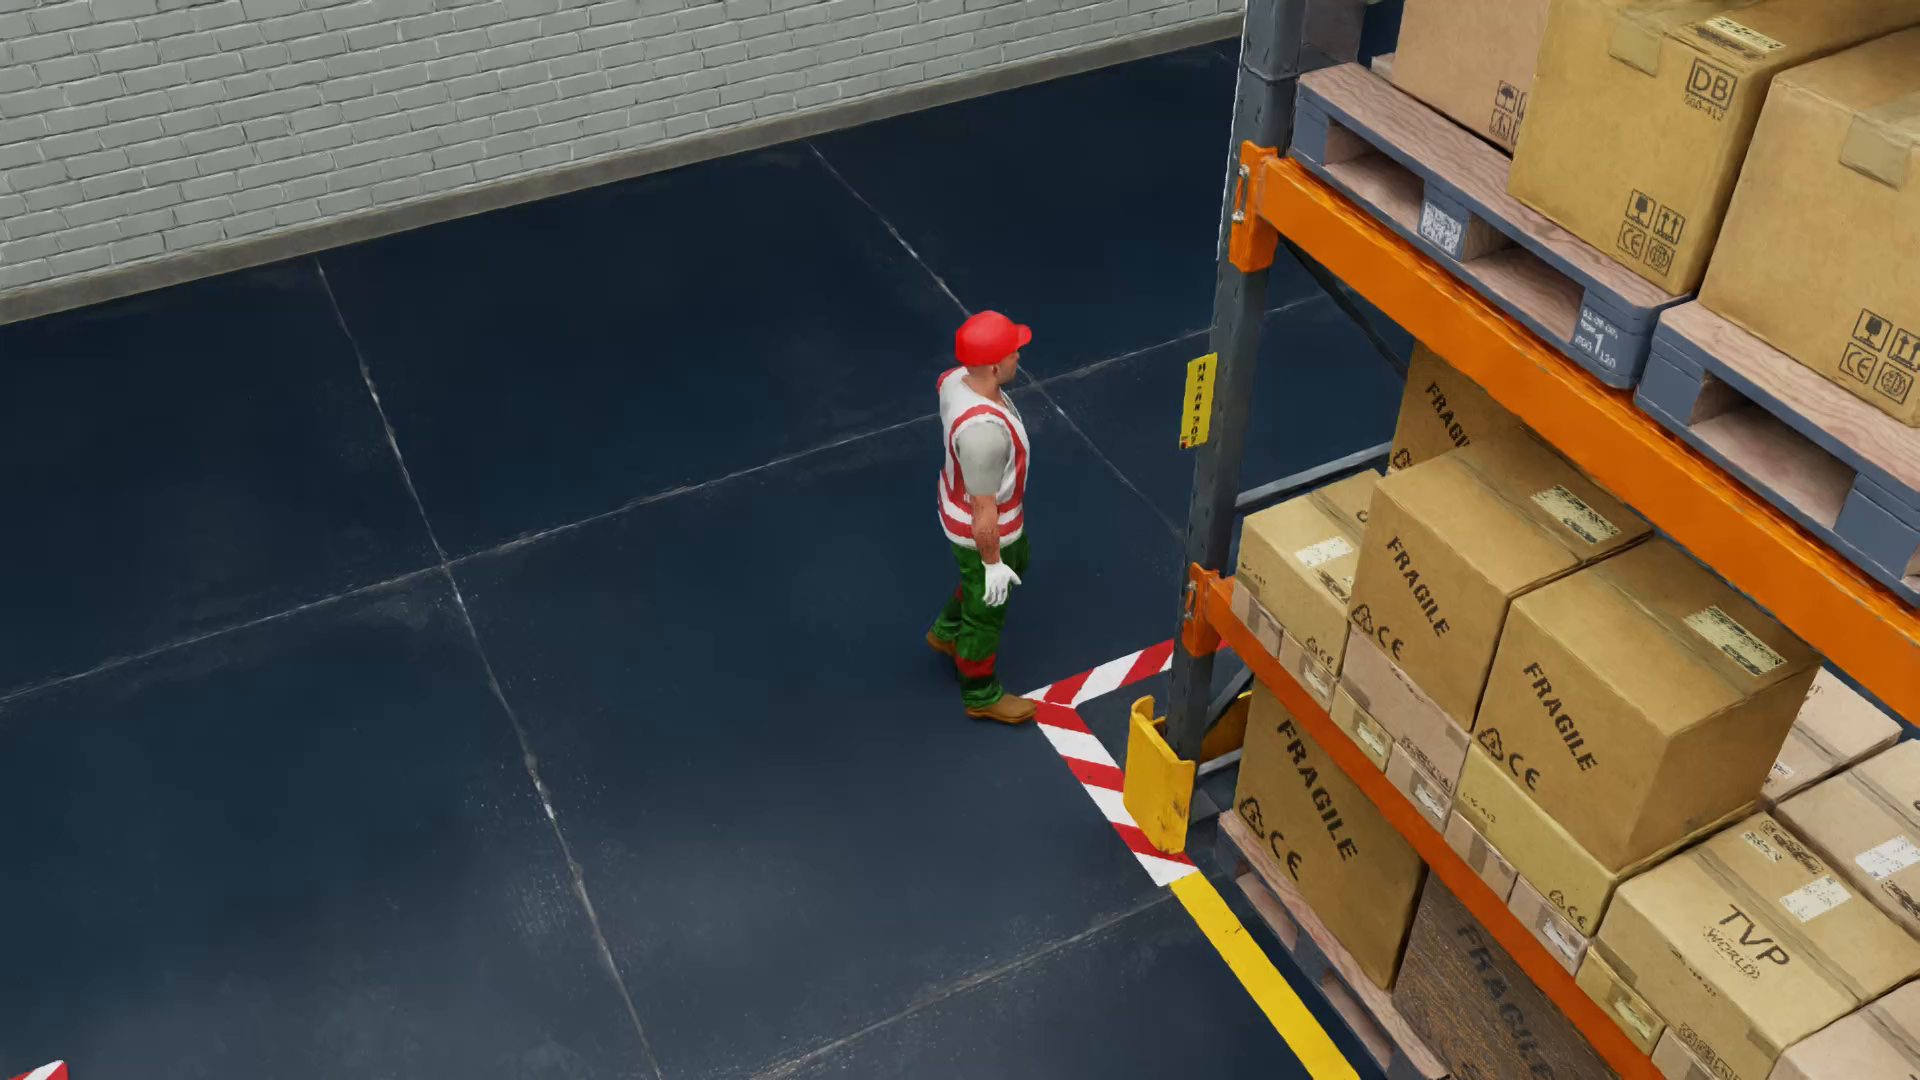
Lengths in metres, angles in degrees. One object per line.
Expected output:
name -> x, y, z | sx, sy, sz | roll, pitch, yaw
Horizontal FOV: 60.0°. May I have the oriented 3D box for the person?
person -> 0.091, -0.058, 6.197 | 0.422, 1.792, 0.646 | -4, 41, -5
